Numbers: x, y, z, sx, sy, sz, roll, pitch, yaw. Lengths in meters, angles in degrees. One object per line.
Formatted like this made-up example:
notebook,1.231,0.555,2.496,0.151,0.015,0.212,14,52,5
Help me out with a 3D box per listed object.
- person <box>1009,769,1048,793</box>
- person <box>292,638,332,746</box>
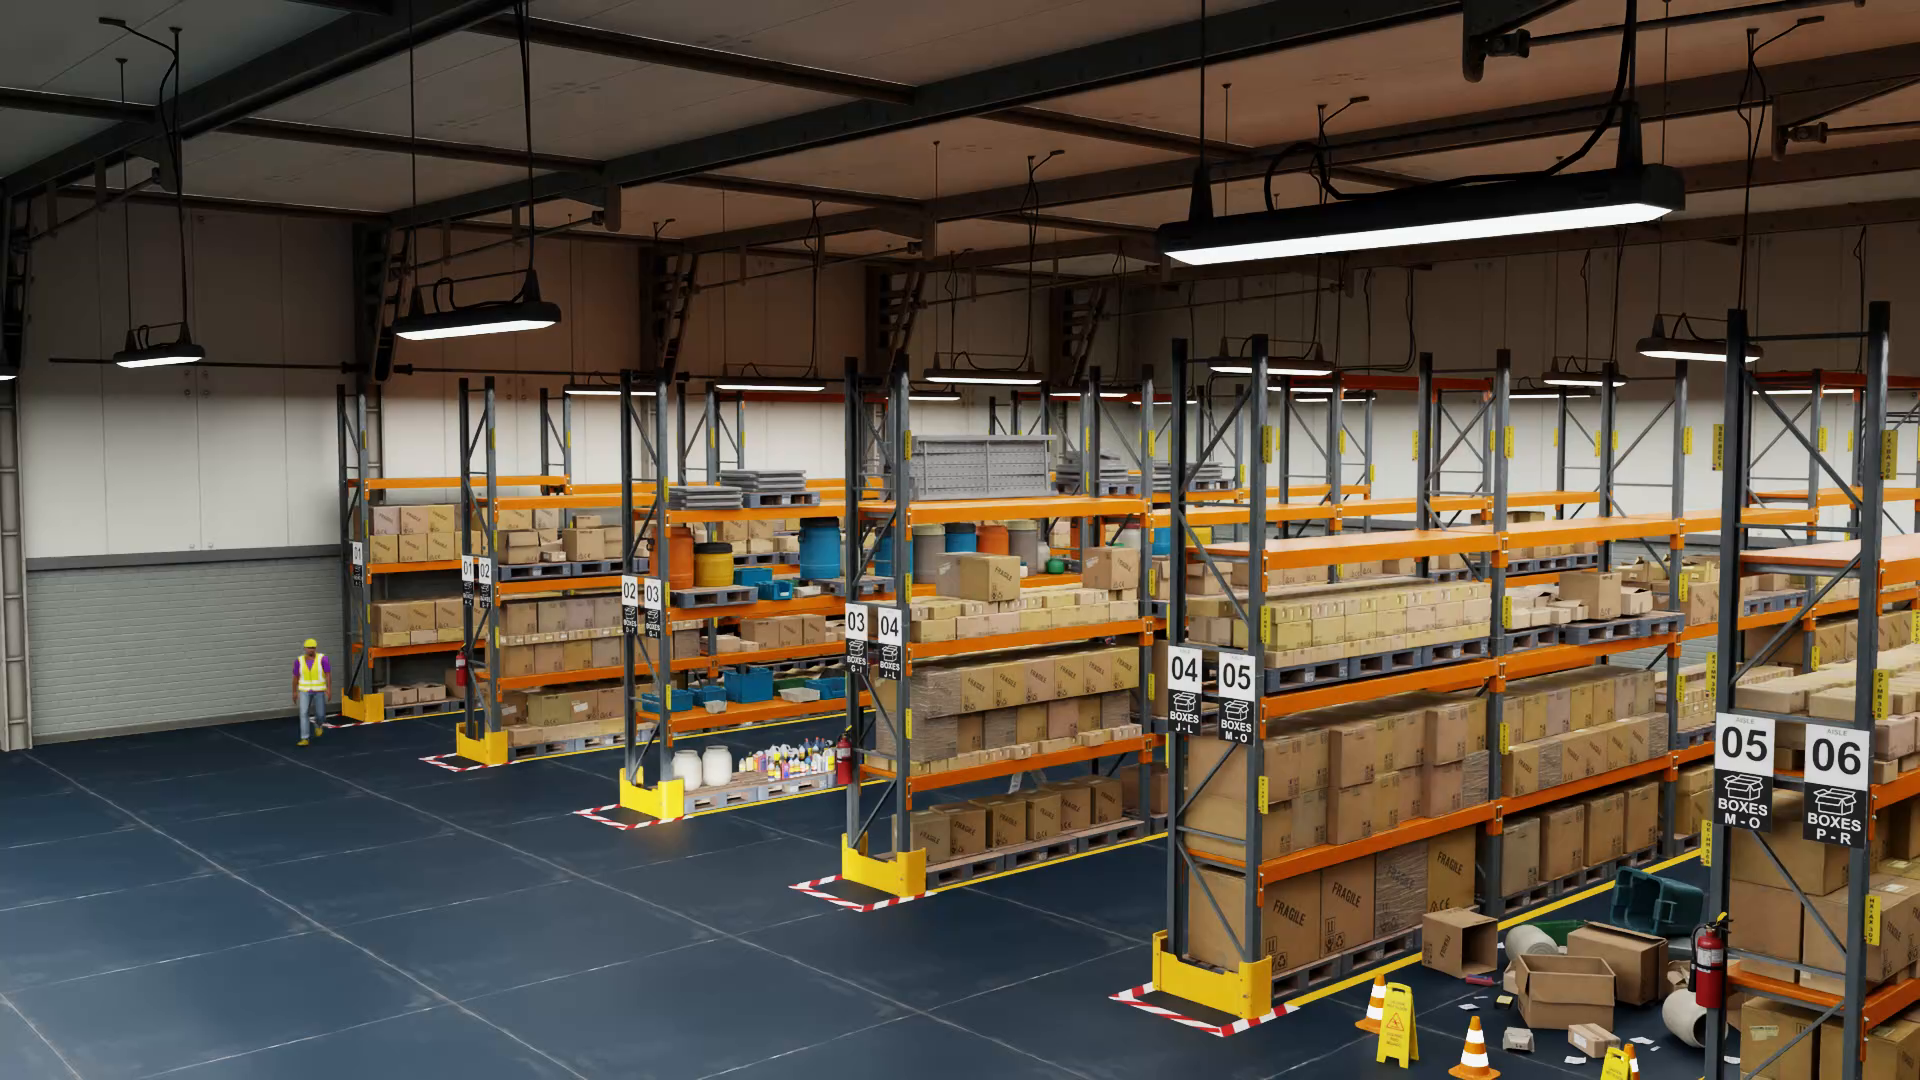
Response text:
person,0.855,2.788,22.915,0.908,1.750,0.626,-1,4,-11
person,-10.717,2.489,27.497,0.630,1.741,0.908,-1,4,-16
